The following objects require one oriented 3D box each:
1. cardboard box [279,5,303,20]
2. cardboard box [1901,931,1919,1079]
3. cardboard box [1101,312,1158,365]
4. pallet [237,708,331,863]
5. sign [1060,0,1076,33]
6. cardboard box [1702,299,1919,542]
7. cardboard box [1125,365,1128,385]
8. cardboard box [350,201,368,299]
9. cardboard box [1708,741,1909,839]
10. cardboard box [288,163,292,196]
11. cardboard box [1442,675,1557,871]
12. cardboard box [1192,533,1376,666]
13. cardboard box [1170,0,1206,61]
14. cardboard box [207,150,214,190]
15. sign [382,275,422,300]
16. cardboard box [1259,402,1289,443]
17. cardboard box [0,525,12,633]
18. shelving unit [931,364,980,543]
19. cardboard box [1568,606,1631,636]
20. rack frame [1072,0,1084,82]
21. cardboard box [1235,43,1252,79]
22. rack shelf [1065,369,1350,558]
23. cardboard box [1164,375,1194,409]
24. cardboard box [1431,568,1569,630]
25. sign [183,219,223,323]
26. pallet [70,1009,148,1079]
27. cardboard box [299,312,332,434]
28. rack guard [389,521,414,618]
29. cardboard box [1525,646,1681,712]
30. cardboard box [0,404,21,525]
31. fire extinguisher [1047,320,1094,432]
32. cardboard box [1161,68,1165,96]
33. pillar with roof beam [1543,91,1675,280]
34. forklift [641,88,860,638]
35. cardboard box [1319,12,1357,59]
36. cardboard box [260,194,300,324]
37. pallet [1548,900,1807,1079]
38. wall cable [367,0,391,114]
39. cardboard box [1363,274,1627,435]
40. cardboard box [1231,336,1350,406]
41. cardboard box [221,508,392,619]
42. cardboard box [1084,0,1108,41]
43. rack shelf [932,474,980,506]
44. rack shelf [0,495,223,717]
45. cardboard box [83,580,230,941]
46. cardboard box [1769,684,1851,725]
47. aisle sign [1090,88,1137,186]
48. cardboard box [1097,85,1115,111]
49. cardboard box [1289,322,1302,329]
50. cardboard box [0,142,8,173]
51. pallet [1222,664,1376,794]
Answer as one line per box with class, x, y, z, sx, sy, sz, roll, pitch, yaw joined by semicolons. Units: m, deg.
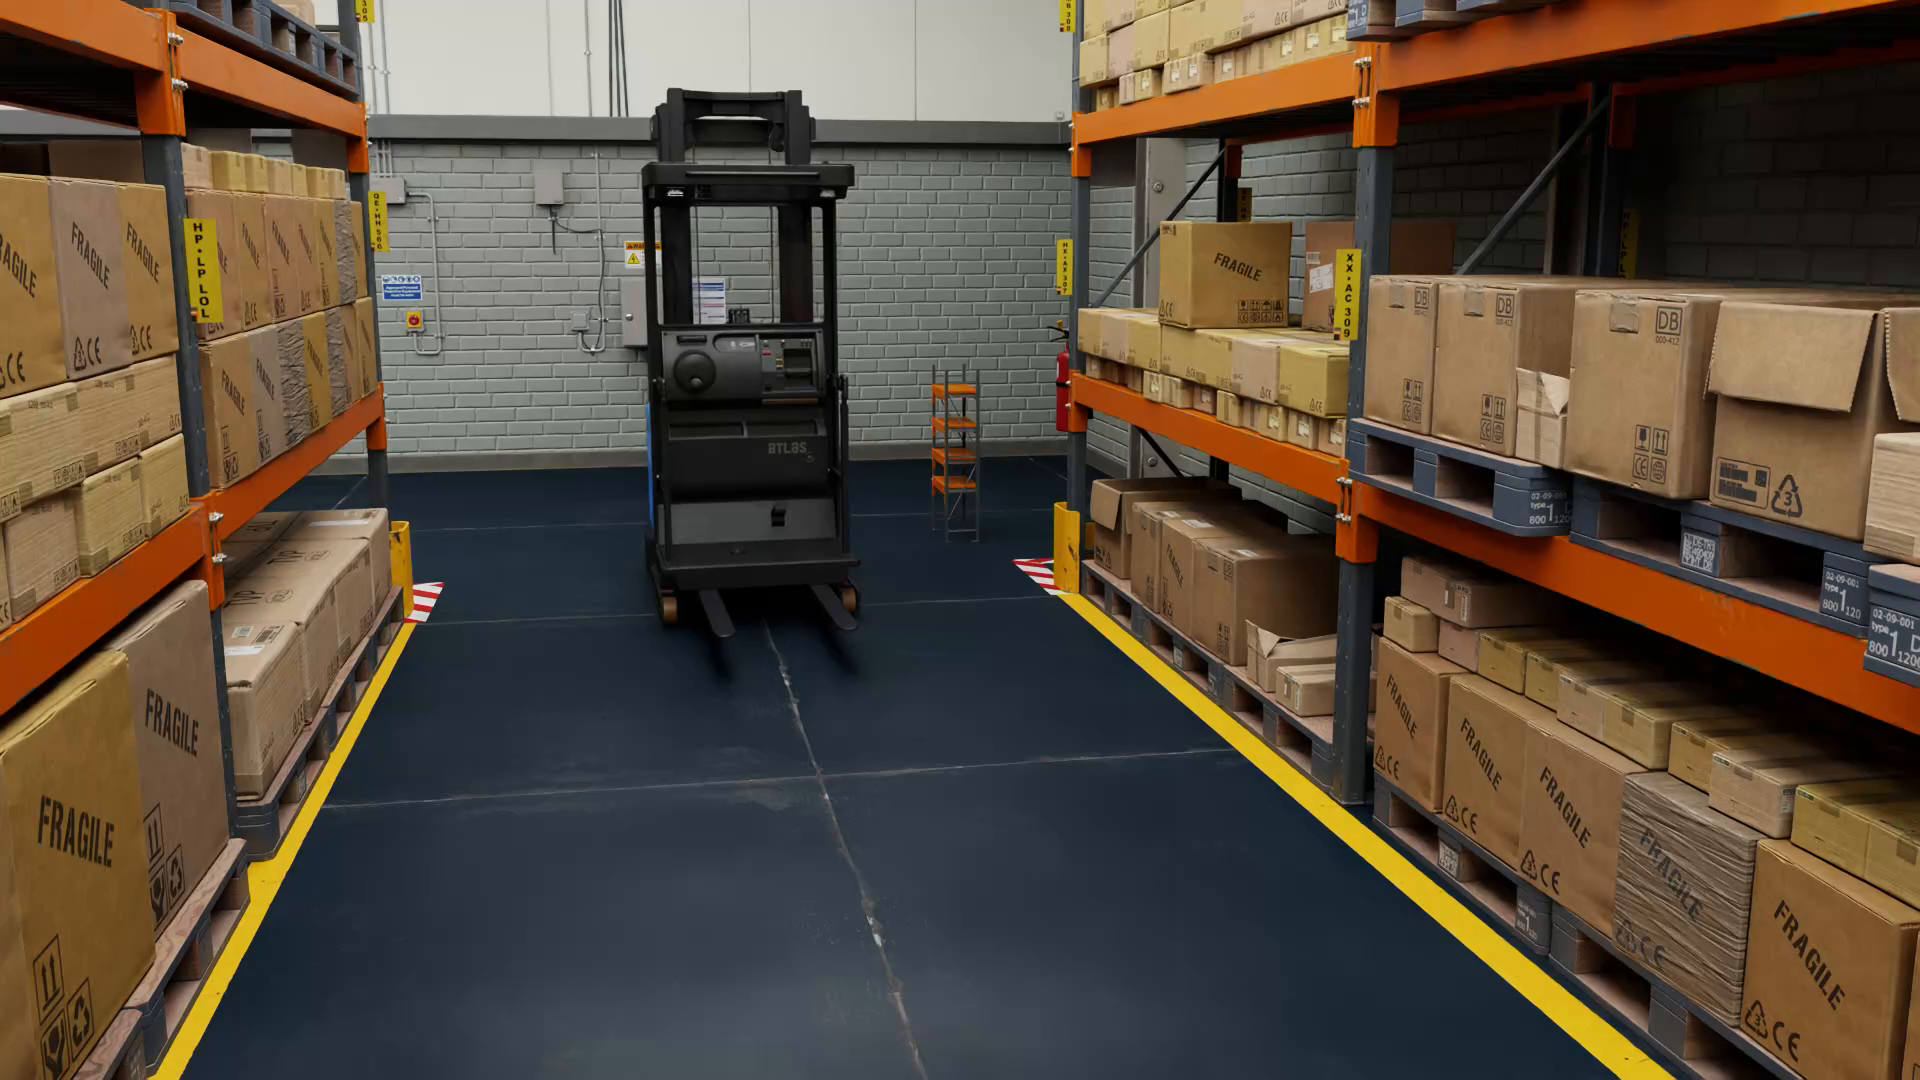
cardboard box;-3.374;-2.488;8.002;0.380;0.149;0.250;-3;11;-15
cardboard box;2.334;1.111;3.401;0.500;0.500;0.500;-2;11;-12
cardboard box;1.080;-1.103;9.077;0.500;0.250;0.500;-2;11;-10
pallet;-3.003;0.926;6.267;1.003;0.211;1.213;-2;11;-11
sign;0.626;-3.100;9.599;0.100;0.325;0.005;-2;11;-11
cardboard box;2.215;-0.299;3.845;0.797;0.503;0.637;-2;11;-12
cardboard box;1.133;-0.931;9.237;0.380;0.149;0.250;-2;11;-12
cardboard box;-3.383;-1.496;8.591;0.500;0.500;0.500;-2;11;-9
cardboard box;2.139;0.628;4.201;0.380;0.149;0.250;-3;11;-14
cardboard box;-3.109;-1.555;7.166;0.380;0.149;0.250;-2;11;-9
cardboard box;1.923;0.733;5.385;0.500;0.500;0.500;-2;11;-12
cardboard box;1.514;0.269;7.821;0.700;0.500;0.500;-3;11;-13
cardboard box;1.306;-2.390;7.816;0.500;0.250;0.500;-2;11;-12
cardboard box;-2.896;-1.320;5.931;0.380;0.149;0.250;-2;11;-12
sign;-4.889;-2.211;14.567;0.327;0.218;0.001;-2;11;-11
cardboard box;1.480;-0.502;6.986;0.380;0.149;0.250;-2;11;-10
cardboard box;-2.315;0.126;3.411;0.500;0.250;0.500;-2;11;-11
shelving unit;-0.032;-0.620;11.744;0.258;1.200;0.503;-2;11;-11
cardboard box;2.347;0.325;5.792;0.380;0.149;0.250;-2;11;-11
rack frame;1.158;-4.164;9.504;1.000;3.000;0.127;-2;11;-11
cardboard box;1.422;-2.078;7.241;0.380;0.149;0.250;-2;11;-9
rack shelf;1.547;-0.496;8.205;1.077;0.370;4.000;-2;11;-11
cardboard box;1.226;-0.737;8.219;0.380;0.149;0.250;-2;11;-10
cardboard box;1.842;0.195;5.679;0.380;0.149;0.250;-3;11;-14
sign;-2.402;-0.853;5.271;0.100;0.325;0.005;-2;11;-11
pallet;-2.467;1.431;3.612;1.003;0.211;1.213;-2;11;-11
cardboard box;-3.051;-0.725;7.214;0.500;0.500;0.500;-2;11;-9
rack guard;-3.715;0.188;9.370;1.175;0.500;0.348;-2;11;-11
cardboard box;2.002;0.440;5.189;0.380;0.149;0.250;-2;11;-12
cardboard box;-2.280;-0.122;3.379;0.500;0.250;0.500;-2;11;-10
fire extinguisher;0.676;-1.005;10.161;0.296;0.674;0.183;-2;11;-11
cardboard box;1.216;-2.264;8.221;0.380;0.149;0.250;-2;11;-12
pillar with roof beam;-1.538;-3.434;5.670;9.100;9.000;0.400;-2;11;-11
forklift;-1.188;-1.042;9.335;1.130;2.935;3.031;-3;11;-13
cardboard box;1.576;-1.888;6.244;0.380;0.149;0.250;-2;11;-11
cardboard box;-2.968;-1.125;6.645;0.500;0.500;0.500;-2;11;-10
pallet;2.372;1.259;4.517;1.003;0.211;1.213;-2;11;-11
wall cable;-5.093;-5.015;13.980;0.463;3.000;0.029;-2;11;-11
cardboard box;1.811;-0.641;5.653;0.700;0.500;0.500;-2;11;-10
cardboard box;1.486;-0.731;7.121;0.500;0.250;0.500;-2;11;-11
cardboard box;-3.484;0.135;8.697;0.875;0.438;0.875;-3;11;-13
cardboard box;0.998;-2.917;9.248;0.500;0.250;0.500;-2;11;-12
rack shelf;-0.032;-0.359;11.794;0.258;0.148;0.480;-2;11;-11
rack shelf;-2.543;0.419;3.399;1.077;0.370;4.000;-2;11;-11
cardboard box;-2.733;0.647;4.836;0.875;0.875;0.875;-2;11;-9
cardboard box;2.584;0.513;4.806;0.380;0.149;0.250;-2;11;-10
aisle sign;0.857;-2.495;9.832;0.394;0.787;0.004;-2;11;-11
cardboard box;0.992;-2.500;9.457;0.380;0.149;0.250;-2;11;-10
cardboard box;1.800;-0.933;8.180;0.500;0.250;0.500;-2;11;-11
cardboard box;-3.304;-1.205;5.331;0.380;0.149;0.250;-2;11;-12
pallet;1.803;0.761;7.133;1.003;0.211;1.213;-2;11;-11
